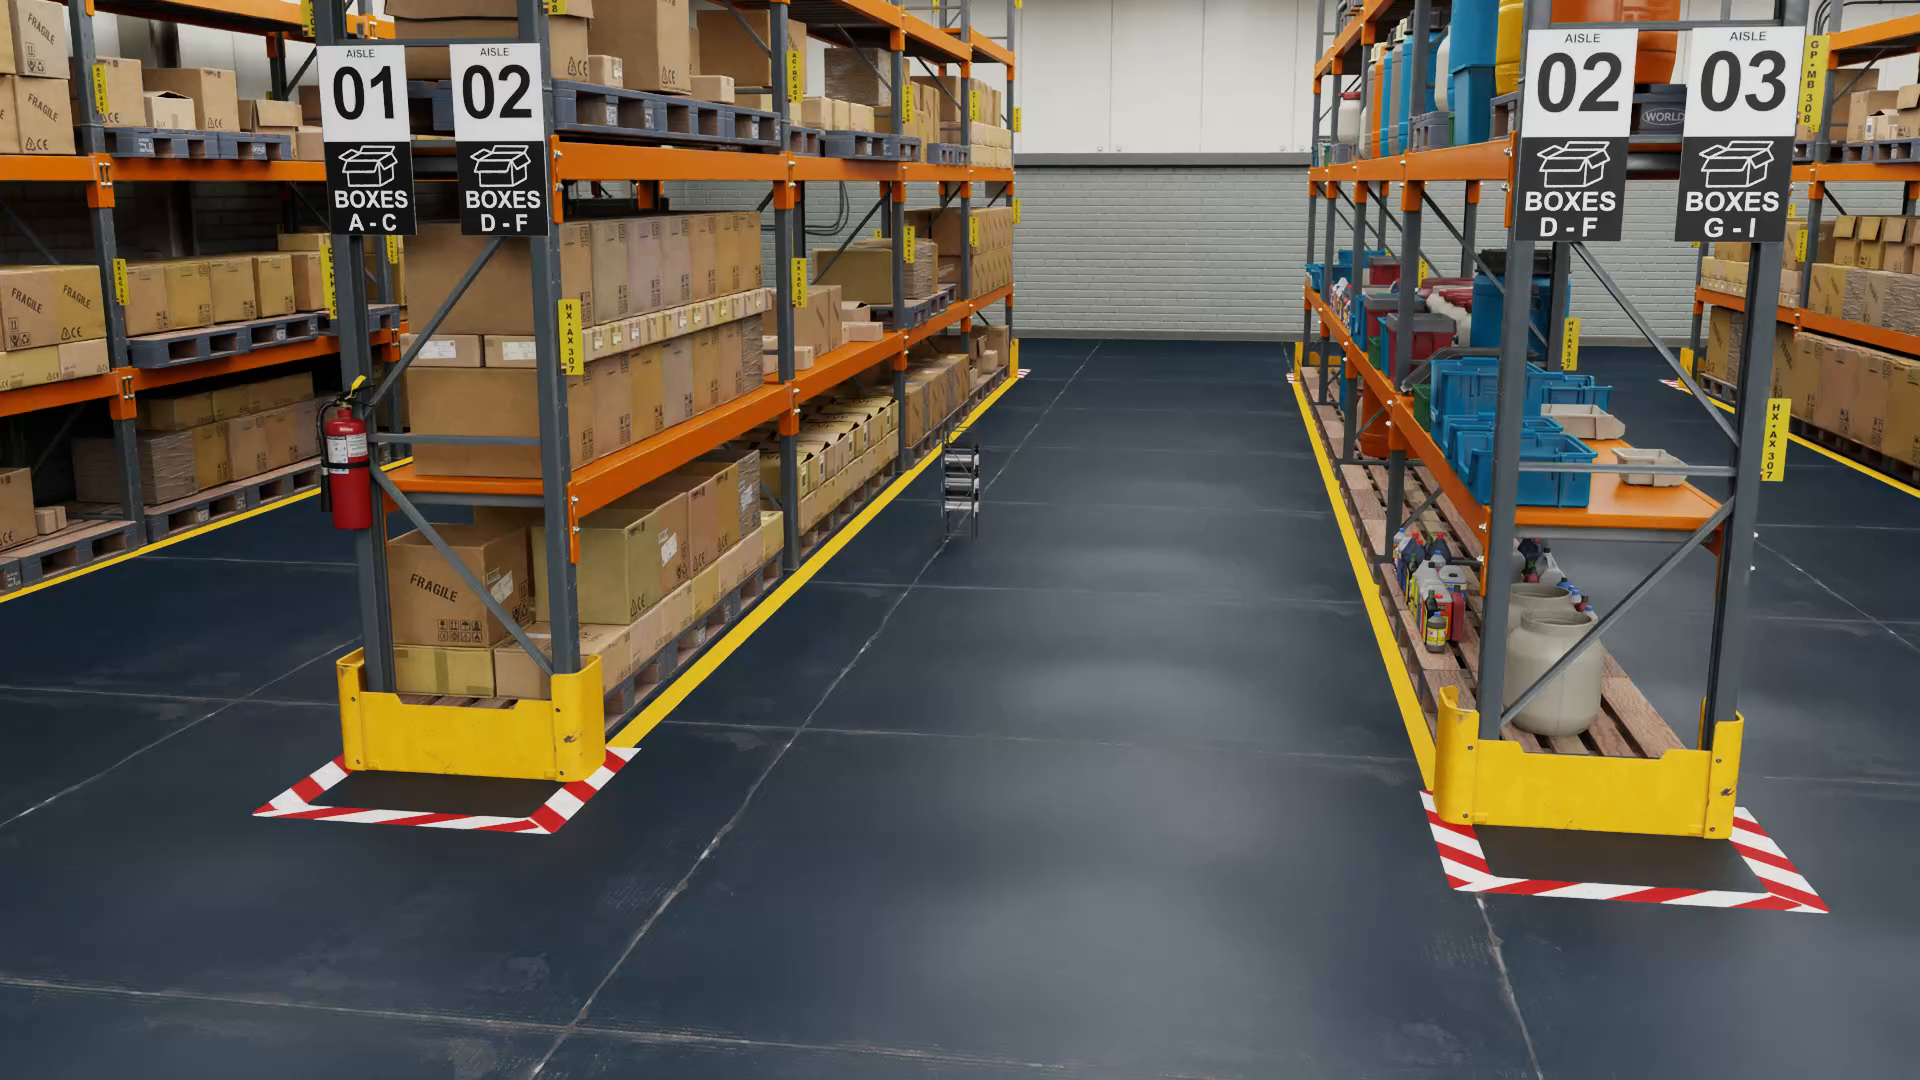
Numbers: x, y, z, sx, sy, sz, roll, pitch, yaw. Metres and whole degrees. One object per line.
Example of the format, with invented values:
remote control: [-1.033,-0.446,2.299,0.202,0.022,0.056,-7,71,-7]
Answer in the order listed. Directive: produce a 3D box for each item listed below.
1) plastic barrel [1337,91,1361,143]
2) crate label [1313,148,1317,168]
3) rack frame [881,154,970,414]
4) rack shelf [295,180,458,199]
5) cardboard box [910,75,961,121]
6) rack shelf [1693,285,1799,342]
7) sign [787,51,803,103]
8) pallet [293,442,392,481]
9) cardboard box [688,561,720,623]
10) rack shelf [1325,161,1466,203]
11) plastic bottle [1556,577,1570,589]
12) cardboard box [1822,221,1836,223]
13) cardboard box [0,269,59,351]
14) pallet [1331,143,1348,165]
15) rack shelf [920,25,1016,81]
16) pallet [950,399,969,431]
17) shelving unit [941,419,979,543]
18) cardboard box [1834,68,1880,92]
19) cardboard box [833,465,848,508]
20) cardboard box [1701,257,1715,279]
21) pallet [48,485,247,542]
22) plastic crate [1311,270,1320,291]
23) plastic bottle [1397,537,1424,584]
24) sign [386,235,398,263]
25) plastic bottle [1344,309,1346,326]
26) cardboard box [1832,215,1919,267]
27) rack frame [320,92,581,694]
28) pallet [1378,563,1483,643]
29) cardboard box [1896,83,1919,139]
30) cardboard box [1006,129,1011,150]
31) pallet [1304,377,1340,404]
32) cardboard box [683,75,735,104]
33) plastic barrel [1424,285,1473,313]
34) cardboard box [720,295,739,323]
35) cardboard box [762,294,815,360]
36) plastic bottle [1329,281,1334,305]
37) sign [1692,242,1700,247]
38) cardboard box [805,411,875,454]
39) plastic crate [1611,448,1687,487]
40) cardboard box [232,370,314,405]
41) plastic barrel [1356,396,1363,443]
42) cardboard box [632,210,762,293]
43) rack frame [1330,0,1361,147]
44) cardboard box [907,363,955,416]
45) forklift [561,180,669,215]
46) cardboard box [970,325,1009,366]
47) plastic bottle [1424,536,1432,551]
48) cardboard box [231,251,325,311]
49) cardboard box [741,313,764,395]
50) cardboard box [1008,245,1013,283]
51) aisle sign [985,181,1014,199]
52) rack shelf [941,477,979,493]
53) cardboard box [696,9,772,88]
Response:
plastic barrel: [4.174,-4.412,17.405,0.433,0.535,0.433,0,12,0]
crate label: [4.657,-4.820,20.971,0.408,0.251,0.502,2,12,9]
rack frame: [-0.391,-2.936,18.998,1.000,3.000,0.127,2,12,9]
rack shelf: [-5.594,-3.794,17.567,1.077,0.370,4.000,2,12,9]
cardboard box: [-0.354,-5.043,19.042,0.700,0.500,0.500,2,12,9]
rack shelf: [9.704,-2.679,19.513,1.077,0.370,4.000,2,12,9]
sign: [-1.073,-3.011,10.810,0.100,0.325,0.005,2,12,9]
pallet: [-6.023,-0.738,15.415,1.003,0.211,1.213,2,12,9]
cardboard box: [-1.702,0.284,9.586,0.500,0.250,0.500,2,12,9]
rack shelf: [4.195,-3.473,16.078,1.077,0.370,4.000,2,12,9]
plastic bottle: [3.343,0.340,9.228,0.097,0.271,0.097,0,12,0]
cardboard box: [9.806,-3.247,18.309,0.500,0.500,0.500,2,12,9]
cardboard box: [-6.355,-1.521,10.961,0.500,0.500,0.500,2,12,8]
pallet: [4.479,-3.983,17.182,1.213,0.211,1.003,2,12,9]
rack shelf: [-0.084,-5.932,20.374,1.077,0.370,4.000,2,12,9]
pallet: [-0.479,-1.403,18.501,1.003,0.211,1.213,2,12,9]
shelving unit: [0.001,-0.442,12.406,0.258,0.900,0.210,2,12,9]
cardboard box: [9.548,-4.946,17.952,0.500,0.250,0.500,1,12,5]
cardboard box: [-1.158,-0.422,12.863,0.500,0.250,0.500,1,12,7]
cardboard box: [9.671,-3.428,20.930,0.500,0.250,0.500,2,12,7]
pallet: [-6.399,-0.230,13.058,1.003,0.211,1.213,2,12,9]
plastic crate: [4.506,-3.178,20.374,0.416,0.233,0.300,2,12,9]
plastic bottle: [2.768,0.127,10.205,0.152,0.276,0.135,2,12,11]
sign: [-5.364,-2.775,15.690,0.100,0.325,0.005,2,12,9]
plastic bottle: [3.674,-2.116,15.664,0.097,0.201,0.097,0,12,0]
cardboard box: [9.307,-3.021,16.771,0.797,0.503,0.637,2,12,7]
rack frame: [-2.237,-0.438,7.407,1.000,3.000,0.127,2,12,9]
pallet: [3.128,0.392,10.174,1.003,0.211,1.213,2,12,9]
cardboard box: [9.075,-3.930,15.247,0.797,0.503,0.637,2,12,8]
cardboard box: [0.397,-5.291,21.974,0.500,0.250,0.500,2,12,9]
pallet: [4.763,-1.821,20.442,1.003,0.211,1.213,2,12,9]
cardboard box: [-1.537,-2.628,9.716,0.380,0.149,0.250,2,12,9]
plastic barrel: [3.940,-1.776,13.349,0.421,0.512,0.421,0,12,0]
cardboard box: [-1.569,-1.413,10.151,0.380,0.149,0.250,2,12,9]
cardboard box: [-1.406,-1.589,12.509,0.500,0.500,0.500,3,12,13]
plastic bottle: [4.025,-2.655,17.972,0.061,0.283,0.133,2,12,9]
sign: [9.465,-3.928,21.359,0.100,0.325,0.005,2,12,9]
cardboard box: [-0.997,-0.909,13.788,0.500,0.311,0.500,2,12,8]
plastic crate: [3.113,-0.324,7.503,0.298,0.136,0.250,2,12,9]
cardboard box: [-6.110,-1.355,14.769,0.500,0.250,0.500,2,12,10]
plastic barrel: [3.945,-1.154,15.638,0.421,0.512,0.421,0,12,0]
cardboard box: [-1.683,-1.861,10.694,0.700,0.500,0.500,2,12,9]
rack frame: [4.503,-5.708,17.618,1.000,3.000,0.127,2,12,9]
cardboard box: [-0.346,-1.610,17.735,0.500,0.500,0.500,2,12,9]
forklift: [-3.096,-1.972,14.686,1.130,2.935,3.031,-3,12,-12]
cardboard box: [0.384,-2.641,22.517,0.500,0.500,0.500,2,12,9]
plastic bottle: [2.873,0.127,10.189,0.061,0.283,0.133,2,12,9]
cardboard box: [-6.023,-2.312,14.819,0.700,0.500,0.500,1,12,3]
cardboard box: [-1.683,-1.227,10.831,0.700,0.500,0.500,2,12,7]
cardboard box: [0.424,-3.716,22.378,0.500,0.500,0.500,2,12,10]
aisle sign: [0.537,-5.044,22.608,0.394,0.787,0.004,2,12,9]
rack shelf: [0.001,-0.409,12.413,0.258,0.077,0.200,2,12,9]
cardboard box: [-1.488,-3.363,11.437,0.500,0.500,0.500,2,12,9]
